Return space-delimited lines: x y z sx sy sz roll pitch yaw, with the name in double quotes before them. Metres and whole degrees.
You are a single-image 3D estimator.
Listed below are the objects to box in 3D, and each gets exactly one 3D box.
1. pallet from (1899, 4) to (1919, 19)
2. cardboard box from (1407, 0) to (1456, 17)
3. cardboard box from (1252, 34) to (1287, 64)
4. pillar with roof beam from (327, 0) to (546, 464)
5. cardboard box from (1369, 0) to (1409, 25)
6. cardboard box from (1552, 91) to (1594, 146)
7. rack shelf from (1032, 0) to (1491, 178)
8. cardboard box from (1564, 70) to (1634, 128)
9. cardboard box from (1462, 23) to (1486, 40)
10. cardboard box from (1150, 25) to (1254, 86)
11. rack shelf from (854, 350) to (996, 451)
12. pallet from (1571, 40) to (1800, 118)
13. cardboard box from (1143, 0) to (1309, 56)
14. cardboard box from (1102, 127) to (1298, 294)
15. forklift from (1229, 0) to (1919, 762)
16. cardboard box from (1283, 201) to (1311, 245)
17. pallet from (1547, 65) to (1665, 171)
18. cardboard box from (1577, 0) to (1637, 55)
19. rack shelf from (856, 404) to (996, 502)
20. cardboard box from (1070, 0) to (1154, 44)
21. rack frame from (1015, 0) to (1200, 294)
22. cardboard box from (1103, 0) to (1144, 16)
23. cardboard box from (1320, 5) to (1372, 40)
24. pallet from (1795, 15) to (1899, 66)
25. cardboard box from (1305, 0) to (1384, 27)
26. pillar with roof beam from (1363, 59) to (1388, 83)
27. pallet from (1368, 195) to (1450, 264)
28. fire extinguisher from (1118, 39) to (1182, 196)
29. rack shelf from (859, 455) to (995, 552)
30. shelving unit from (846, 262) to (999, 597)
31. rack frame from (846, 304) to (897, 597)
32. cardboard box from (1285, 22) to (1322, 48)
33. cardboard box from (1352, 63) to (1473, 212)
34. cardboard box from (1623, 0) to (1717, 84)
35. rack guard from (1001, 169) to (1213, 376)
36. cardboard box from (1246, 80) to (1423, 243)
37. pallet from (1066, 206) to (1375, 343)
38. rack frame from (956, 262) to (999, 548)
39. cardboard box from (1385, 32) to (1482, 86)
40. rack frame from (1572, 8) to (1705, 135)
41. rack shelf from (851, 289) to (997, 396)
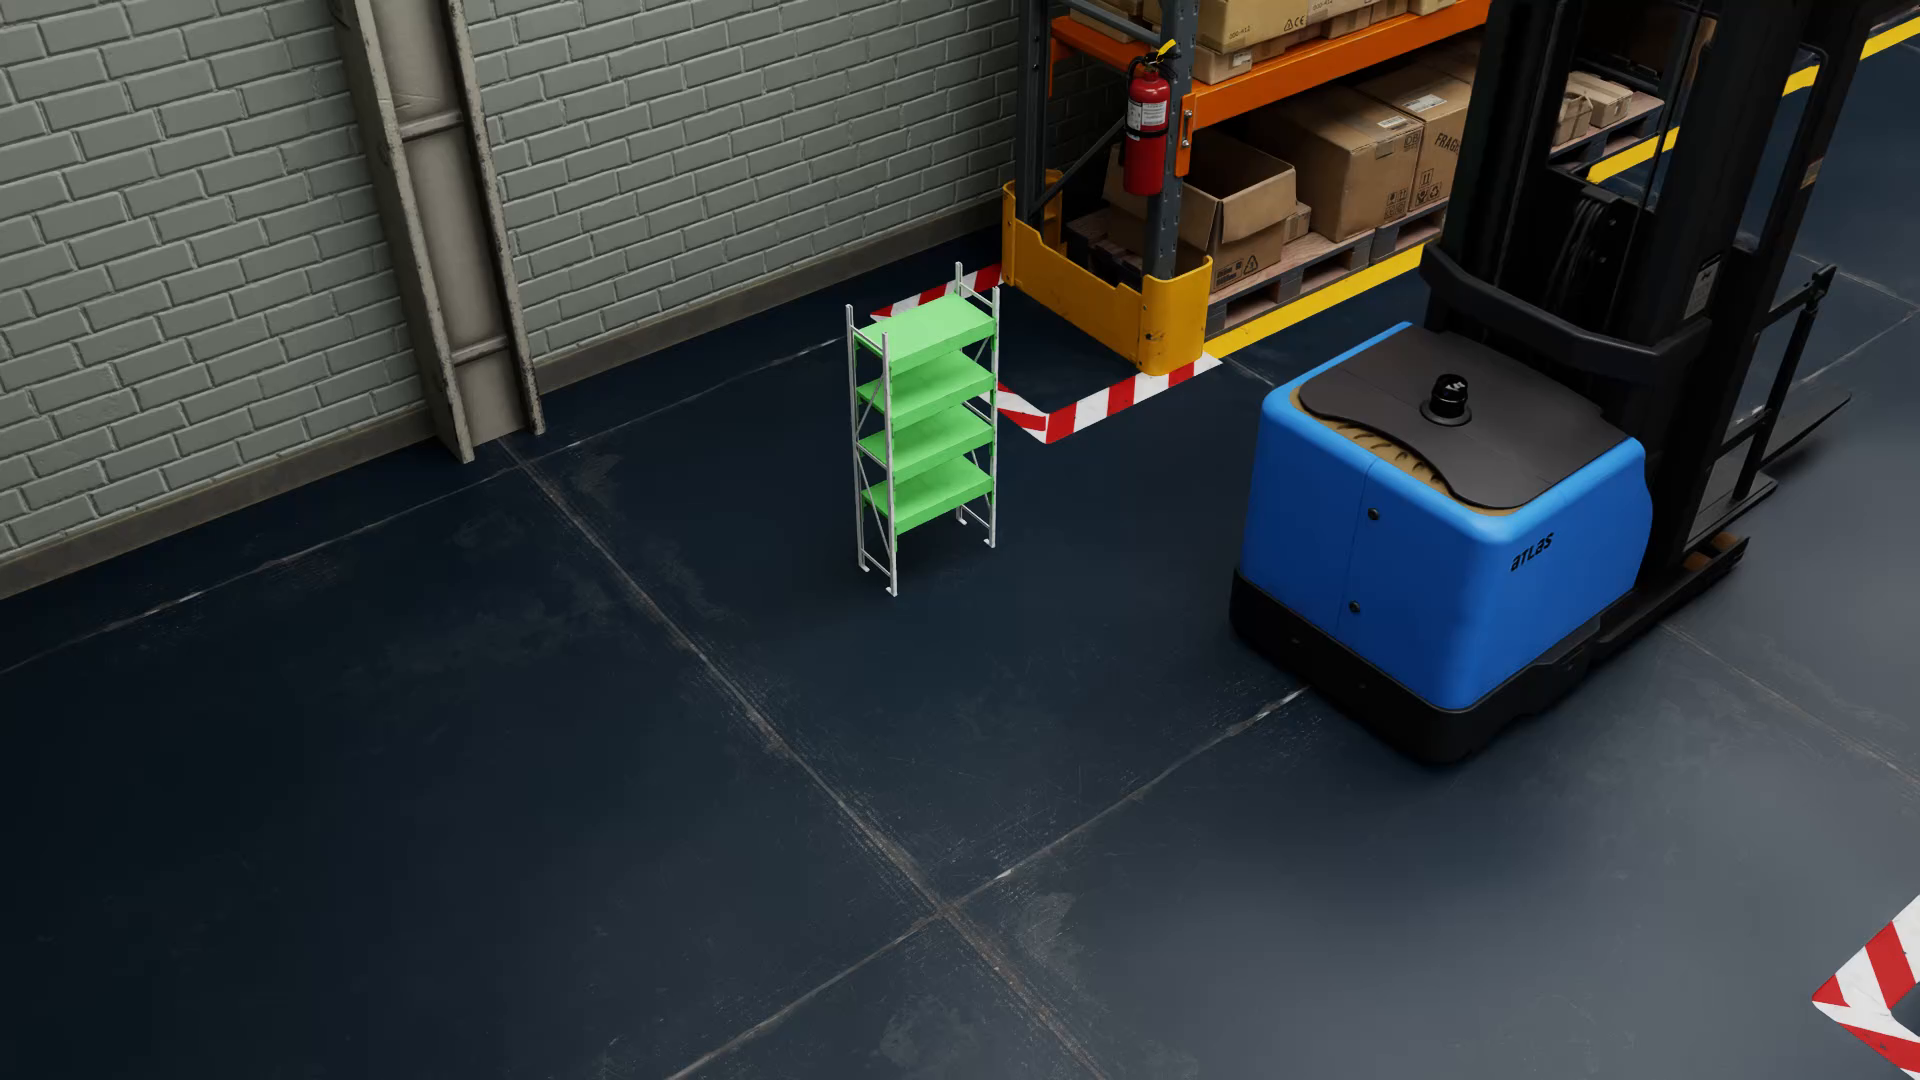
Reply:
"pallet" 6.342 -3.973 11.426 1.213 0.211 1.003 -26 46 -28
"cardboard box" 2.093 -2.593 7.744 0.250 0.149 0.380 -27 47 -29
"cardboard box" 1.215 -2.242 7.316 0.250 0.149 0.380 -25 45 -27
"pillar with roof beam" 0.550 -1.794 1.842 0.400 9.000 9.100 -26 46 -28
"cardboard box" 1.847 -2.534 7.671 0.250 0.149 0.380 -25 46 -27
"cardboard box" 3.239 -2.379 9.109 0.258 0.266 0.396 -24 45 -27
"rack shelf" 2.199 -2.723 8.272 4.000 0.370 1.077 -26 46 -28
"cardboard box" 3.522 -2.472 9.315 0.250 0.149 0.380 -27 47 -29
"cardboard box" 3.117 -2.761 9.539 0.500 0.311 0.500 -24 45 -27
"cardboard box" 1.041 -2.121 7.168 0.250 0.149 0.380 -26 46 -28
"rack shelf" -0.131 -0.536 6.180 0.480 0.148 0.258 -26 46 -28
"pallet" 4.407 -3.030 10.277 1.213 0.211 1.003 -26 46 -28
"cardboard box" 1.138 -2.326 7.103 0.500 0.250 0.500 -26 46 -28
"cardboard box" 1.156 -1.615 7.990 0.637 0.503 0.797 -28 47 -30
"forklift" 2.474 -1.154 5.846 3.031 2.935 1.130 -28 47 -30
"cardboard box" 1.517 -1.622 8.279 0.250 0.149 0.380 -28 47 -30
"pallet" 3.240 -2.431 9.548 1.213 0.211 1.003 -26 46 -28
"cardboard box" 3.994 -3.309 10.058 0.500 0.500 0.500 -26 46 -28
"rack shelf" -0.131 -0.350 6.332 0.480 0.148 0.258 -26 46 -28
"cardboard box" 0.713 -2.395 7.502 0.250 0.149 0.380 -27 46 -29
"rack frame" 0.614 -2.229 7.102 0.127 3.000 1.000 -26 46 -28
"cardboard box" 0.817 -2.597 7.434 0.500 0.250 0.500 -25 45 -27
"cardboard box" 1.640 -2.428 7.543 0.250 0.149 0.380 -25 45 -27
"pallet" 5.375 -3.504 10.855 1.213 0.211 1.003 -26 46 -28
"cardboard box" 1.537 -2.520 7.341 0.500 0.250 0.500 -25 46 -28
"pillar with roof beam" 5.307 -4.113 4.669 0.400 9.000 9.100 -26 46 -28
"pallet" 2.272 -1.957 8.970 1.213 0.211 1.003 -26 46 -28
"fire extinguisher" 0.779 -1.765 6.892 0.183 0.674 0.296 -26 46 -28
"rack shelf" -0.131 -0.165 6.484 0.480 0.148 0.258 -26 46 -28
"shelving unit" -0.131 -0.400 6.291 0.503 1.200 0.258 -26 46 -28
"rack frame" -0.325 -0.306 6.176 0.015 1.200 0.240 -26 46 -28
"cardboard box" 1.402 -2.361 7.461 0.250 0.149 0.380 -27 46 -29
"cardboard box" 2.338 -2.078 8.558 0.500 0.500 0.500 -25 46 -27
"cardboard box" 4.306 -3.044 9.736 0.500 0.500 0.500 -24 45 -26
"rack guard" 0.674 -1.292 7.930 0.348 0.500 1.175 -26 46 -28
"cardboard box" 1.858 -1.924 8.370 0.500 0.500 0.700 -24 45 -26
"pallet" 1.305 -1.488 8.398 1.213 0.211 1.003 -26 46 -28
"rack frame" 0.062 -0.494 6.406 0.015 1.200 0.240 -26 46 -28
"cardboard box" 2.681 -2.325 8.859 0.500 0.500 0.700 -28 47 -30
"rack frame" 3.785 -3.775 8.986 0.127 3.000 1.000 -26 46 -28
"rack shelf" -0.131 -0.722 6.028 0.480 0.148 0.258 -26 46 -28
